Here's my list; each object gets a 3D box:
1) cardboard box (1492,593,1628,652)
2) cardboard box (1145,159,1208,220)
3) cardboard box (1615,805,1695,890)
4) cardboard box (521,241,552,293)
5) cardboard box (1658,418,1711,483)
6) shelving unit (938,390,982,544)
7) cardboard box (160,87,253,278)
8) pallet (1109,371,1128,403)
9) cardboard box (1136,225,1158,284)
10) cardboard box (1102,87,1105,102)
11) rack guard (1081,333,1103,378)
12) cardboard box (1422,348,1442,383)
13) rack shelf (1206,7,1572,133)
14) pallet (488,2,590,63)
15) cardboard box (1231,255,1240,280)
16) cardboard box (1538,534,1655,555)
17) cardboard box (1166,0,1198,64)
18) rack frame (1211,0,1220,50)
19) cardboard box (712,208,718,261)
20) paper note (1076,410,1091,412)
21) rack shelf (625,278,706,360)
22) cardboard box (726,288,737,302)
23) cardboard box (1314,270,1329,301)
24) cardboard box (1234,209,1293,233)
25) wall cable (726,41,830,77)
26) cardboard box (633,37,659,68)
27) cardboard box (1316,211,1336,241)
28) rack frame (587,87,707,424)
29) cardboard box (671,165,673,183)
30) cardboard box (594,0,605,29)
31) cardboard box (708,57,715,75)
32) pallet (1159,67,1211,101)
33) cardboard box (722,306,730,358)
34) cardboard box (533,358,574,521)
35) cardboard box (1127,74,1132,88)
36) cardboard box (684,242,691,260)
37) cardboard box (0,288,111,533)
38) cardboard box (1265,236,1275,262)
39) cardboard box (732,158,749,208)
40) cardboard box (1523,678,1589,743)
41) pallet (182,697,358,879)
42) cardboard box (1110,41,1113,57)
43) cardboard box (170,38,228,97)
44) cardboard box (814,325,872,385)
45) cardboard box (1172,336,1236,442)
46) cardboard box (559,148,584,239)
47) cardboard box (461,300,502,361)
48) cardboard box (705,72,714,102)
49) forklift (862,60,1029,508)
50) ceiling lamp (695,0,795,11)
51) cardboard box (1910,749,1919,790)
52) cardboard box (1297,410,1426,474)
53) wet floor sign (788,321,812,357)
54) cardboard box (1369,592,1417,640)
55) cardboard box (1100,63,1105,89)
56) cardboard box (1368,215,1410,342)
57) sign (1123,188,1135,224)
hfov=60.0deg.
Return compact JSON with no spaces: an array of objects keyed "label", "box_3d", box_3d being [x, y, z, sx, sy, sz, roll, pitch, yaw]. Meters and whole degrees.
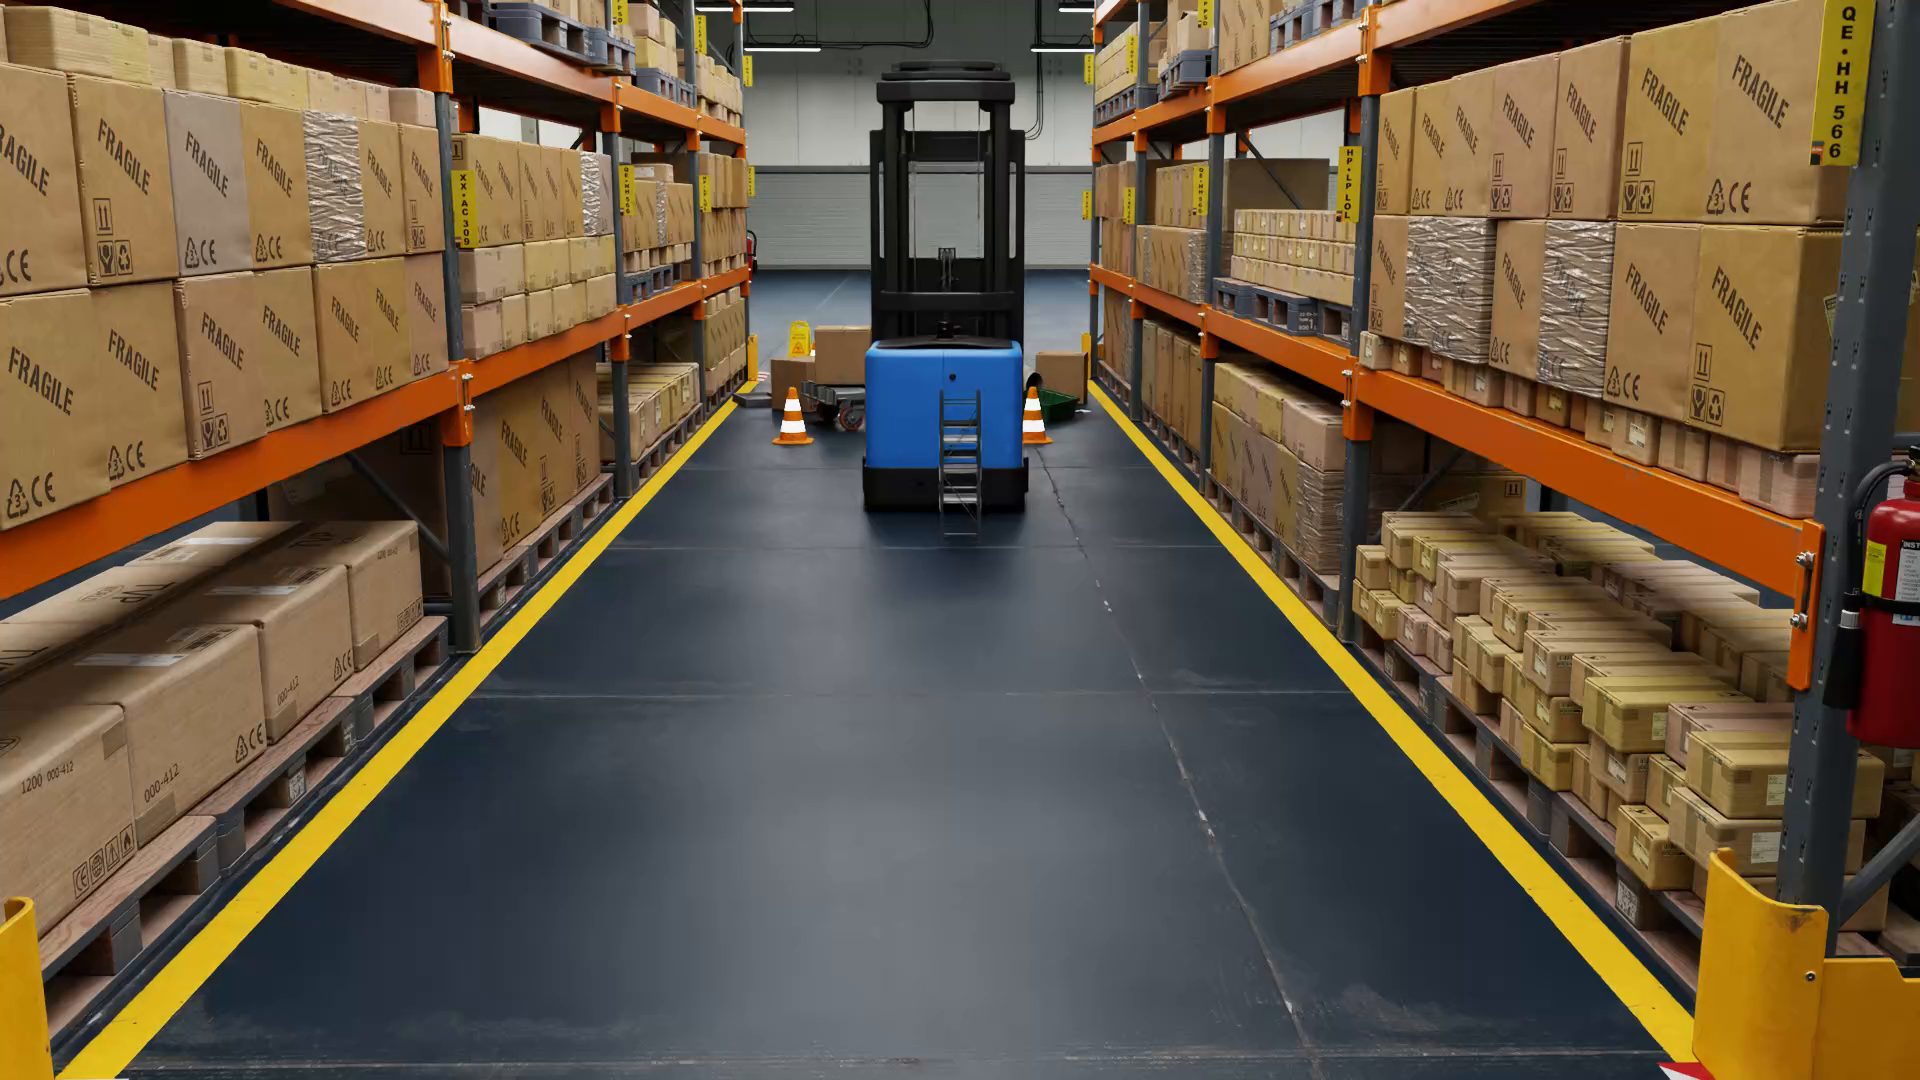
[{"label":"cardboard box","box_3d":[2.070,0.282,5.743,0.380,0.149,0.250,0,11,-1]},{"label":"cardboard box","box_3d":[2.124,-3.264,15.512,0.875,0.550,0.550,0,11,-1]},{"label":"cardboard box","box_3d":[2.020,0.834,4.518,0.380,0.149,0.250,0,11,1]},{"label":"cardboard box","box_3d":[-2.434,-1.422,8.642,0.500,0.250,0.500,0,11,0]},{"label":"cardboard box","box_3d":[2.068,-0.243,4.343,0.380,0.149,0.250,0,11,-2]},{"label":"shelving unit","box_3d":[0.000,-0.439,9.962,0.258,0.900,0.210,0,11,-1]},{"label":"cardboard box","box_3d":[-2.363,-1.003,4.692,0.500,0.500,0.500,0,11,-2]},{"label":"pallet","box_3d":[2.132,-1.616,17.495,1.003,0.211,1.213,0,11,-1]},{"label":"cardboard box","box_3d":[1.839,-2.532,14.742,0.500,0.500,0.500,0,11,-1]},{"label":"cardboard box","box_3d":[1.718,-4.765,17.781,0.380,0.149,0.250,0,11,-1]},{"label":"rack guard","box_3d":[2.014,-2.163,19.464,1.175,0.500,0.348,0,11,-1]},{"label":"cardboard box","box_3d":[2.079,-0.713,6.663,0.380,0.149,0.250,-1,11,-4]},{"label":"rack shelf","box_3d":[2.222,-2.513,9.167,1.077,0.370,4.000,0,11,-1]},{"label":"pallet","box_3d":[-2.674,-2.780,9.149,1.003,0.211,1.213,0,11,1]},{"label":"cardboard box","box_3d":[1.988,-1.786,10.894,0.380,0.149,0.250,0,11,-2]},{"label":"cardboard box","box_3d":[2.588,0.072,6.780,0.380,0.149,0.250,0,11,-2]},{"label":"cardboard box","box_3d":[1.864,-3.911,12.691,0.500,0.500,0.500,0,11,-1]},{"label":"rack frame","box_3d":[2.180,-4.733,10.757,1.000,3.000,0.127,0,11,-1]},{"label":"cardboard box","box_3d":[-2.613,-2.931,15.962,0.500,0.500,0.500,0,11,-1]},{"label":"paper note","box_3d":[1.178,-1.263,16.208,0.147,0.020,0.142,-10,15,-40]},{"label":"rack shelf","box_3d":[-2.808,-1.798,13.185,1.077,0.370,4.000,0,11,-1]},{"label":"cardboard box","box_3d":[-2.578,-2.606,17.701,0.380,0.149,0.250,0,11,0]},{"label":"cardboard box","box_3d":[2.043,-1.310,8.547,0.380,0.149,0.250,-1,11,-4]},{"label":"cardboard box","box_3d":[1.996,-2.074,10.816,0.380,0.149,0.250,0,11,-1]},{"label":"wall cable","box_3d":[-5.435,-13.639,49.761,3.097,2.526,0.112,0,11,-1]},{"label":"cardboard box","box_3d":[-2.678,-3.833,13.183,0.500,0.250,0.500,0,11,0]},{"label":"cardboard box","box_3d":[2.044,-1.608,8.521,0.380,0.149,0.250,0,11,-1]},{"label":"rack frame","box_3d":[-2.849,-2.548,15.073,1.000,3.000,0.127,0,11,-1]},{"label":"cardboard box","box_3d":[-2.587,-3.039,13.805,0.380,0.149,0.250,-1,11,-3]},{"label":"cardboard box","box_3d":[-2.608,-3.405,10.437,0.797,0.503,0.637,-1,12,-5]},{"label":"cardboard box","box_3d":[-2.539,-4.506,15.807,0.380,0.149,0.250,0,11,-2]},{"label":"pallet","box_3d":[2.088,-3.521,12.799,1.003,0.211,1.213,0,11,1]},{"label":"cardboard box","box_3d":[-2.623,-2.101,16.846,0.500,0.500,0.500,0,11,2]},{"label":"cardboard box","box_3d":[-2.821,-0.602,9.771,0.875,0.875,0.875,0,11,0]},{"label":"cardboard box","box_3d":[1.765,-4.311,15.545,0.380,0.149,0.250,0,11,0]},{"label":"cardboard box","box_3d":[-2.563,-2.529,14.558,0.380,0.149,0.250,0,11,0]},{"label":"cardboard box","box_3d":[-2.324,-0.308,3.782,0.500,0.500,0.500,0,11,-2]},{"label":"cardboard box","box_3d":[2.016,-1.718,9.811,0.380,0.149,0.250,0,11,-1]},{"label":"cardboard box","box_3d":[-2.587,-3.726,17.364,0.700,0.500,0.500,0,11,-2]},{"label":"cardboard box","box_3d":[2.013,0.533,5.254,0.380,0.149,0.250,0,11,0]},{"label":"pallet","box_3d":[-2.718,0.804,5.567,1.003,0.211,1.213,0,11,-1]},{"label":"cardboard box","box_3d":[1.734,-5.005,16.958,0.380,0.149,0.250,0,11,0]},{"label":"cardboard box","box_3d":[-2.344,-1.349,4.766,0.380,0.149,0.250,0,11,-1]},{"label":"cardboard box","box_3d":[-1.070,-1.707,15.312,0.500,0.500,0.500,0,11,-1]},{"label":"cardboard box","box_3d":[2.236,-1.192,12.990,1.050,0.750,0.750,0,11,0]},{"label":"cardboard box","box_3d":[-2.472,-1.989,9.554,0.500,0.500,0.500,0,11,-1]},{"label":"cardboard box","box_3d":[-2.429,-0.973,7.686,0.500,0.250,0.500,-1,11,-2]},{"label":"cardboard box","box_3d":[-2.605,-4.281,15.702,0.500,0.250,0.500,0,11,-2]},{"label":"forklift","box_3d":[-0.084,-1.897,12.038,1.130,2.935,3.031,0,11,1]},{"label":"ceiling lamp","box_3d":[-4.385,-12.384,33.790,2.000,3.185,0.800,0,11,-1]},{"label":"cardboard box","box_3d":[2.674,0.591,4.217,0.380,0.149,0.250,-1,11,-4]},{"label":"cardboard box","box_3d":[1.995,-0.493,8.291,0.500,0.250,0.500,-1,11,-3]},{"label":"wet floor sign","box_3d":[-1.866,-2.231,19.435,0.267,0.644,0.232,4,12,18]},{"label":"cardboard box","box_3d":[1.955,0.320,7.052,0.380,0.149,0.250,0,11,1]},{"label":"cardboard box","box_3d":[1.780,-4.983,17.852,0.500,0.250,0.500,0,11,-2]},{"label":"cardboard box","box_3d":[2.021,-1.093,6.904,0.500,0.500,0.500,0,11,-2]},{"label":"sign","box_3d":[1.543,-3.049,15.166,0.100,0.325,0.005,0,11,-1]}]
